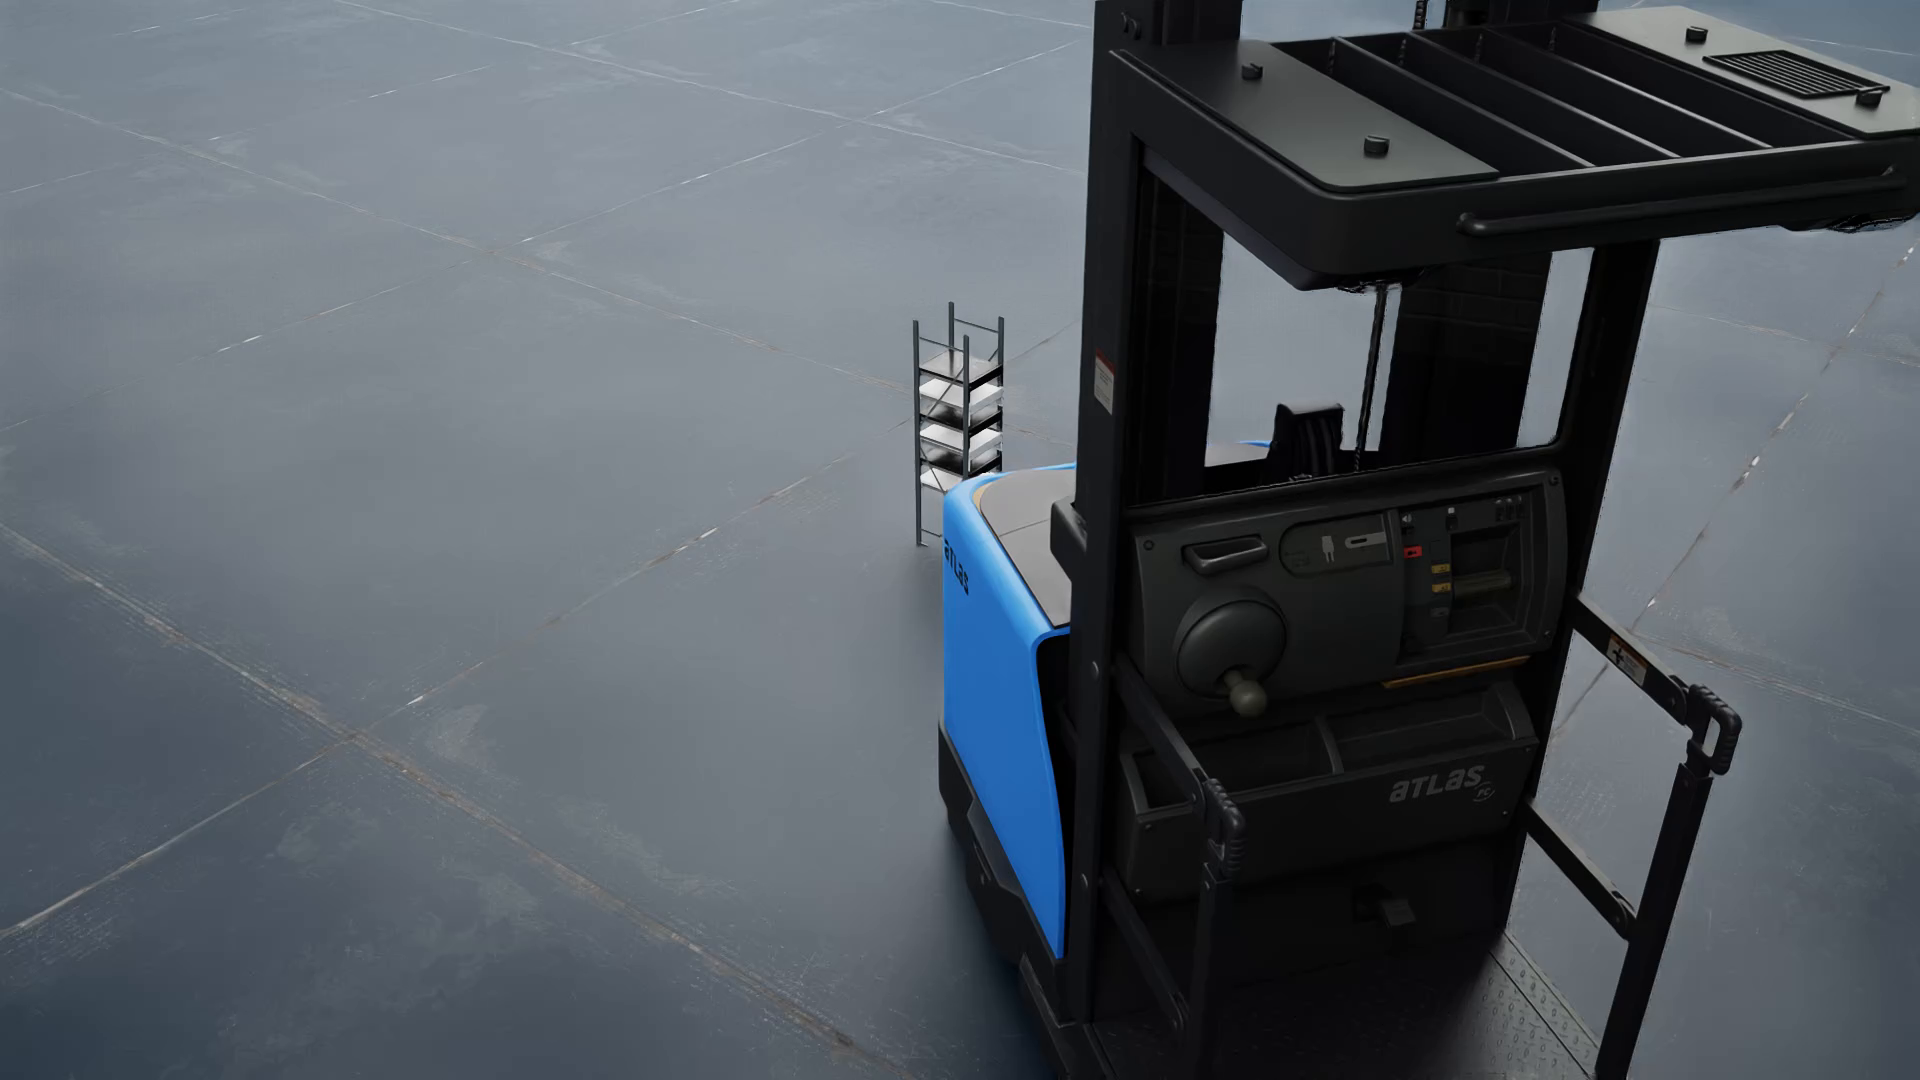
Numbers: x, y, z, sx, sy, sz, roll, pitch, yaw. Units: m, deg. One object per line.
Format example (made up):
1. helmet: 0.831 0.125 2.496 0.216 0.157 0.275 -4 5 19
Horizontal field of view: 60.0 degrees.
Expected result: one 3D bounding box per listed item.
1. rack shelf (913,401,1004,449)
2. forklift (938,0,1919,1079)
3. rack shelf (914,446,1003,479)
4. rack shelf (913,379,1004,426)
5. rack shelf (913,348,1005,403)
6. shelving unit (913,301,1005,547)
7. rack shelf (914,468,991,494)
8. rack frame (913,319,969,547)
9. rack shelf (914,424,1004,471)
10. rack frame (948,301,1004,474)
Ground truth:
1. rack shelf: -0.005 -0.433 5.986 0.258 0.077 0.200 21 37 31
2. forklift: 0.850 0.151 3.120 1.130 2.935 3.031 -9 32 -14
3. rack shelf: -0.005 -0.278 6.078 0.258 0.077 0.200 21 37 31
4. rack shelf: -0.005 -0.510 5.940 0.258 0.077 0.200 21 37 31
5. rack shelf: -0.005 -0.587 5.894 0.258 0.077 0.200 21 37 31
6. shelving unit: -0.005 -0.384 6.015 0.258 0.900 0.210 21 37 31
7. rack shelf: -0.005 -0.200 6.124 0.258 0.077 0.200 21 37 31
8. rack frame: -0.066 -0.342 5.945 0.240 0.900 0.006 21 37 31
9. rack shelf: -0.005 -0.355 6.032 0.258 0.077 0.200 21 37 31
10. rack frame: 0.056 -0.425 6.085 0.240 0.900 0.006 21 37 31
